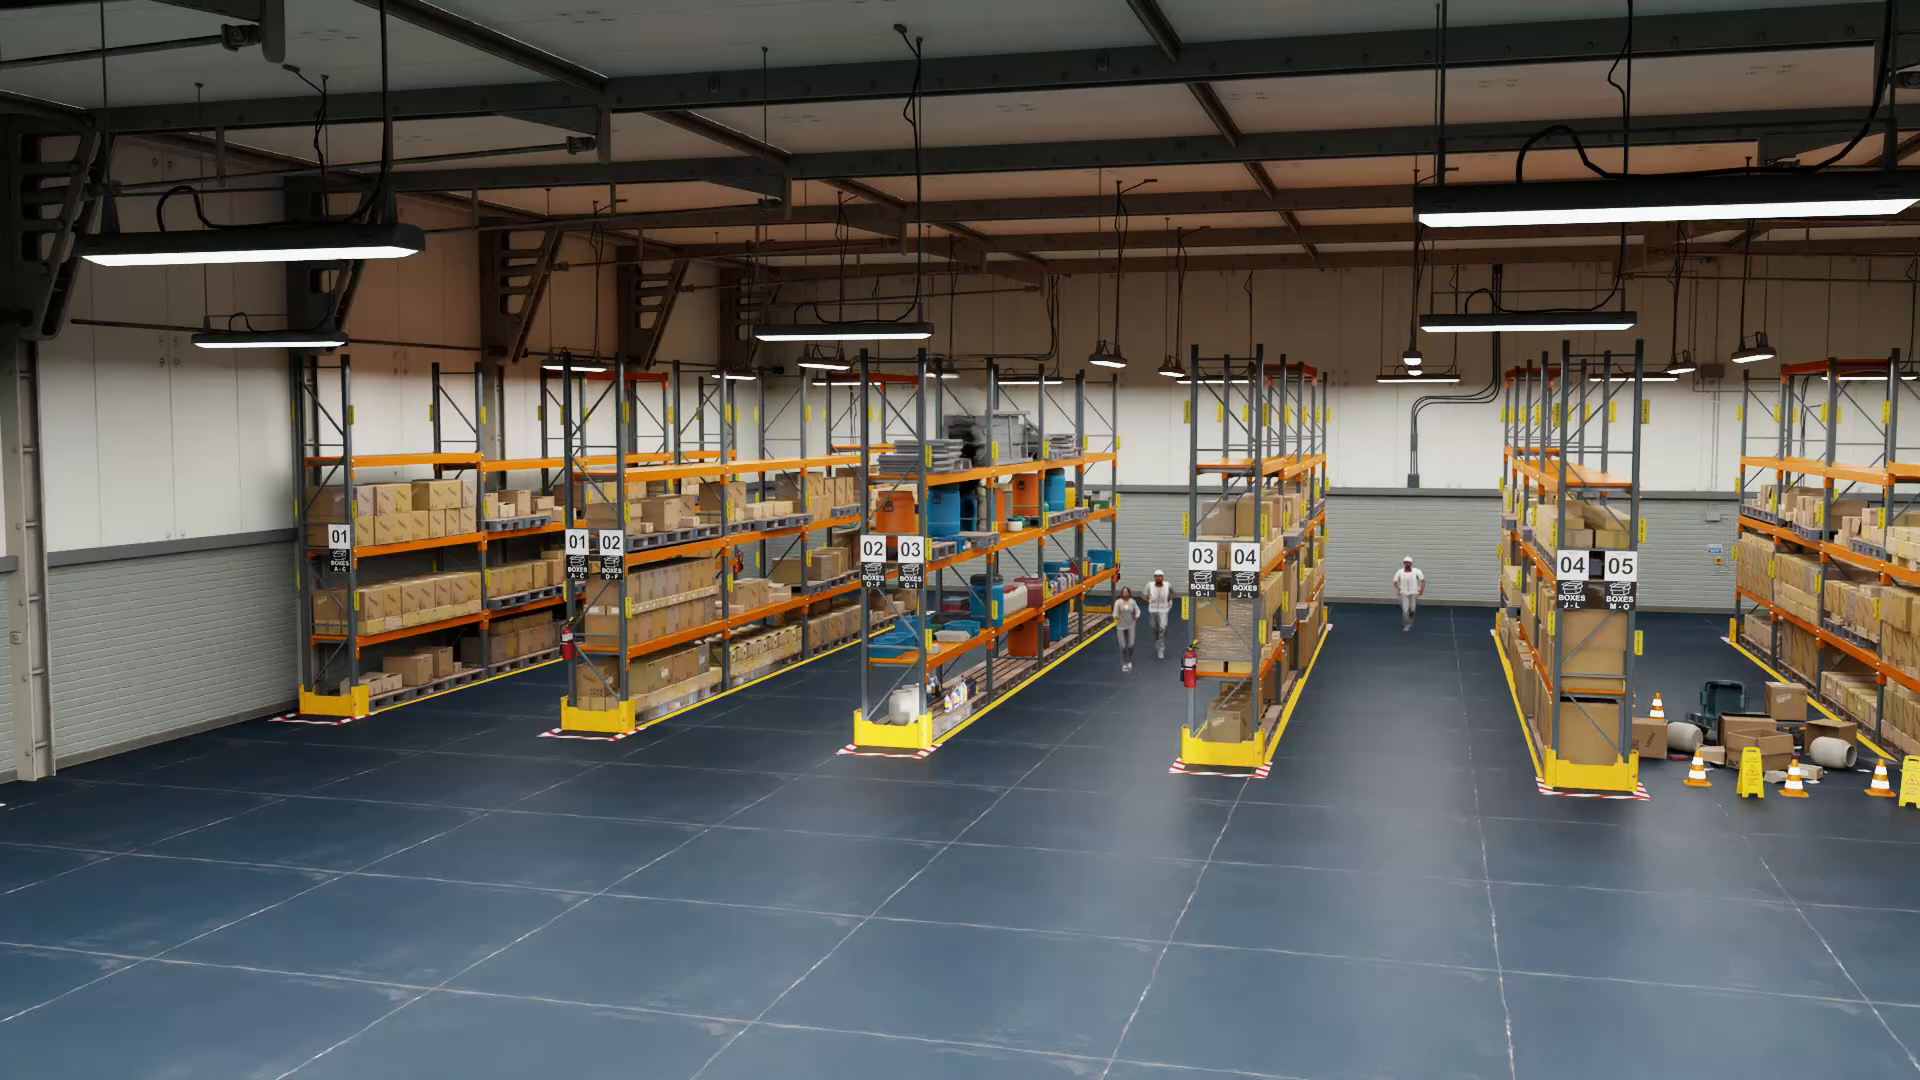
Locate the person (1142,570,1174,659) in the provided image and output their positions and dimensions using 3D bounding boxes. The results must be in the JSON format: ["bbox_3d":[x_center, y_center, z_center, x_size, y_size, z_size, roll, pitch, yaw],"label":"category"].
[{"bbox_3d":[4.118,1.522,34.677,0.644,1.820,1.076,1,4,14],"label":"person"}]

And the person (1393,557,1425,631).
[{"bbox_3d":[10.390,1.256,38.519,0.707,1.724,0.520,1,5,18],"label":"person"}]

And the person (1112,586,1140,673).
[{"bbox_3d":[3.061,1.651,30.547,0.521,1.598,0.573,0,4,3],"label":"person"}]
